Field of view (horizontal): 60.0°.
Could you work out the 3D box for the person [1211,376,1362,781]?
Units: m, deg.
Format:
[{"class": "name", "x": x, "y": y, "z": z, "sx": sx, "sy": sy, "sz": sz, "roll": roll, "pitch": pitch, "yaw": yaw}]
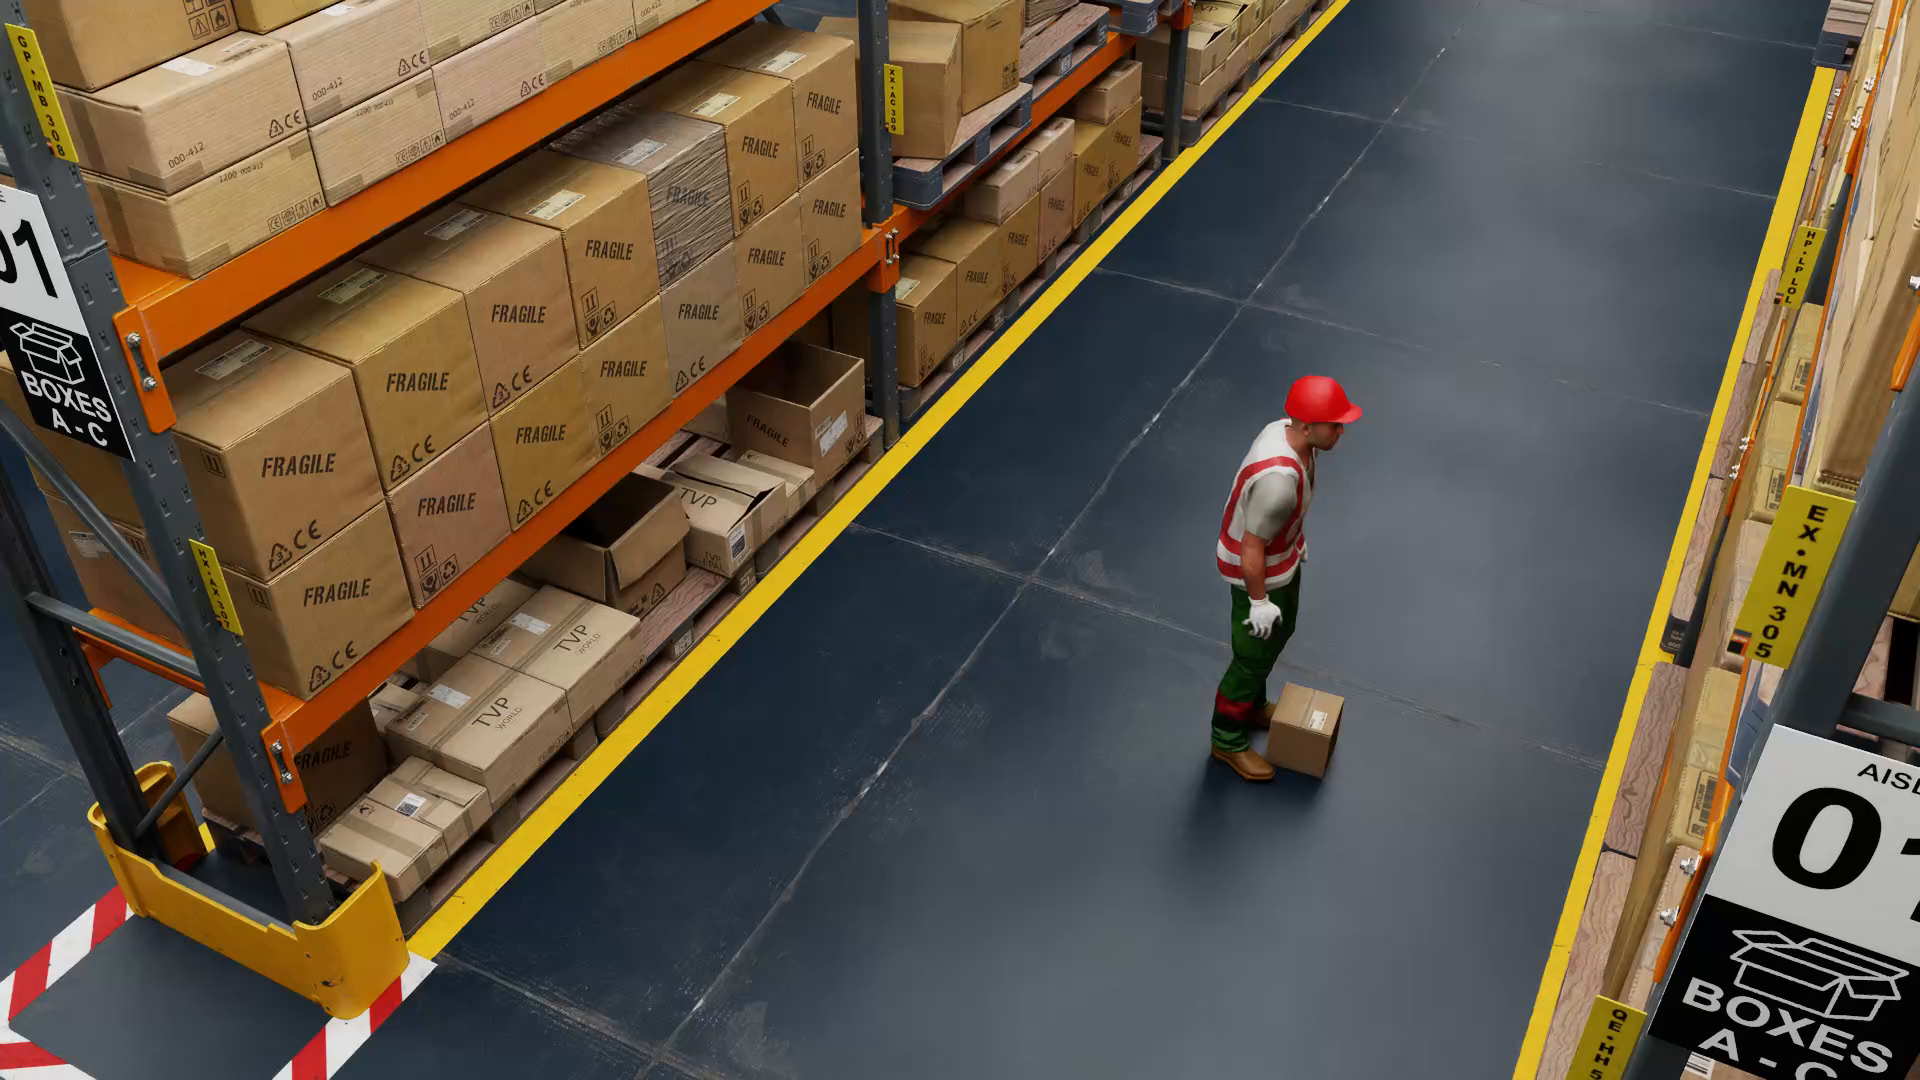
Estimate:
[{"class": "person", "x": 1.248, "y": 0.118, "z": 6.584, "sx": 0.452, "sy": 1.779, "sz": 0.618, "roll": 15, "pitch": 40, "yaw": 19}]
